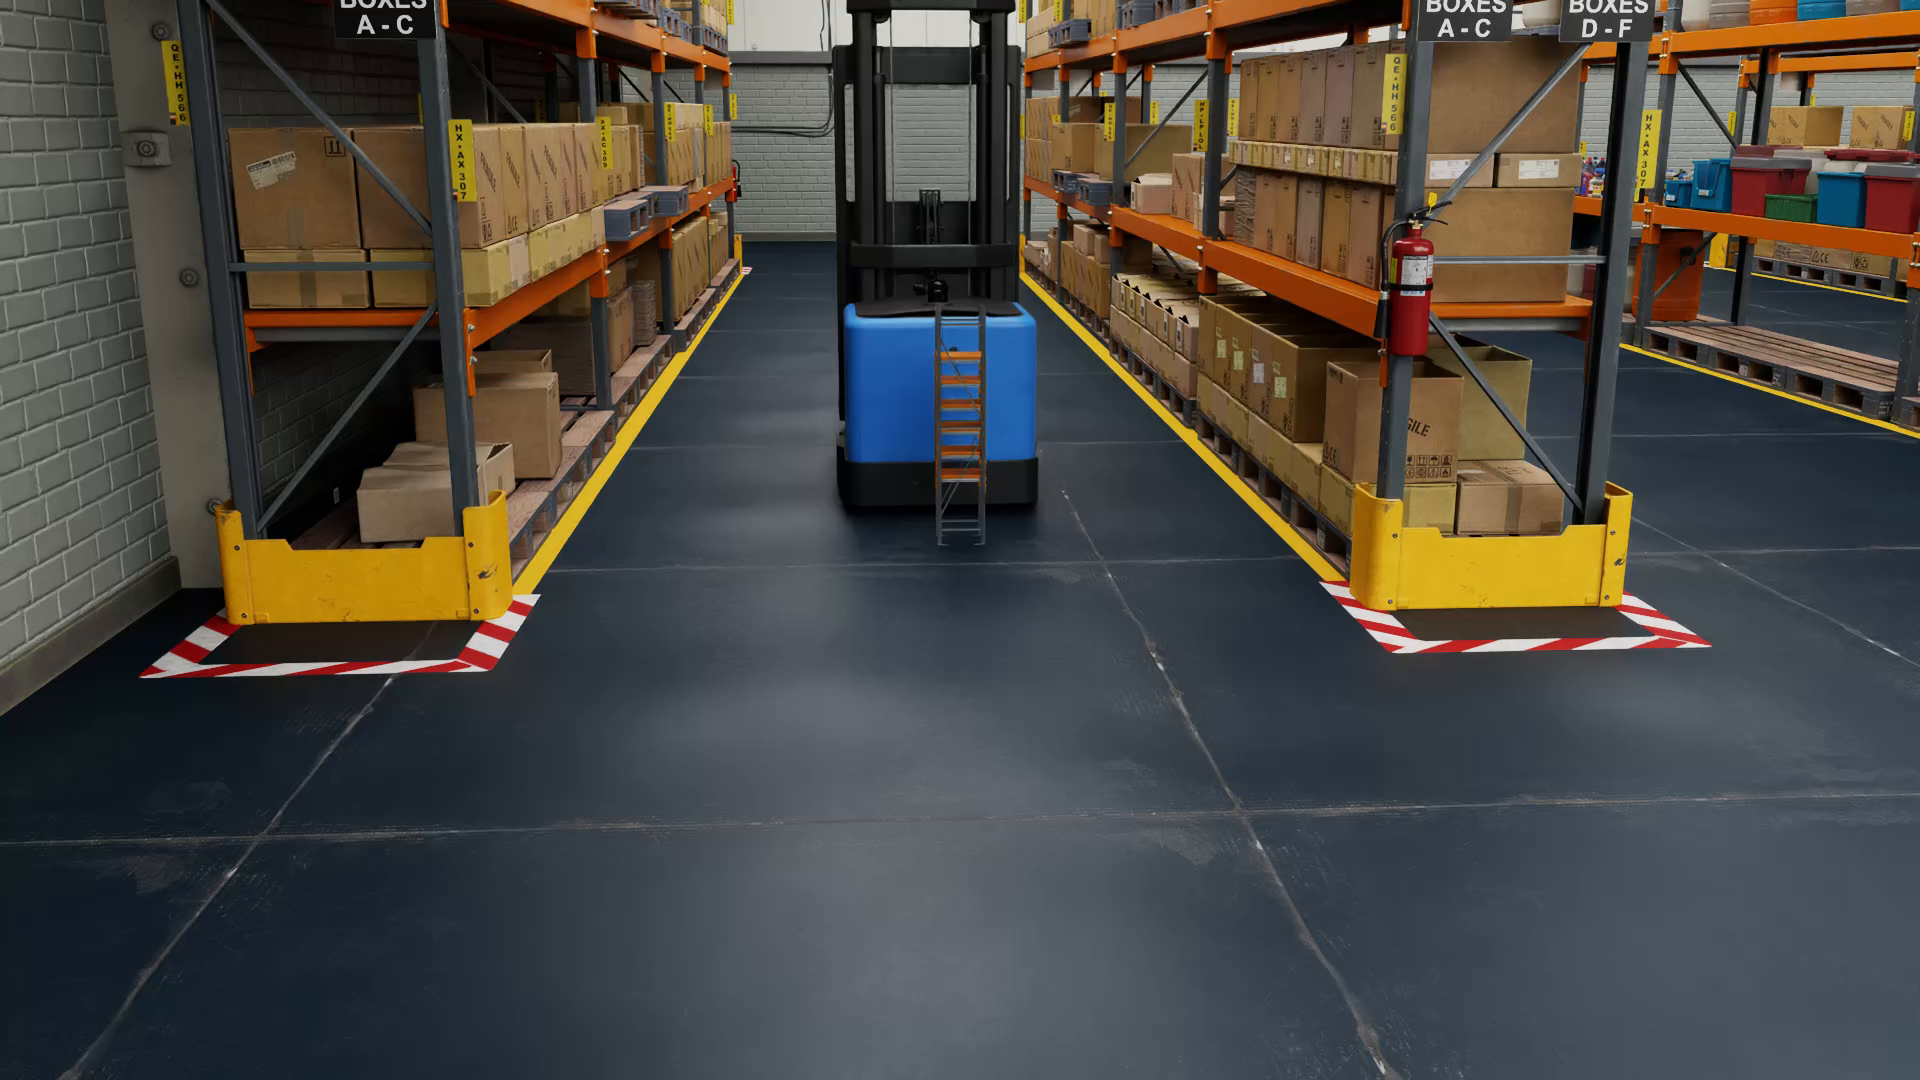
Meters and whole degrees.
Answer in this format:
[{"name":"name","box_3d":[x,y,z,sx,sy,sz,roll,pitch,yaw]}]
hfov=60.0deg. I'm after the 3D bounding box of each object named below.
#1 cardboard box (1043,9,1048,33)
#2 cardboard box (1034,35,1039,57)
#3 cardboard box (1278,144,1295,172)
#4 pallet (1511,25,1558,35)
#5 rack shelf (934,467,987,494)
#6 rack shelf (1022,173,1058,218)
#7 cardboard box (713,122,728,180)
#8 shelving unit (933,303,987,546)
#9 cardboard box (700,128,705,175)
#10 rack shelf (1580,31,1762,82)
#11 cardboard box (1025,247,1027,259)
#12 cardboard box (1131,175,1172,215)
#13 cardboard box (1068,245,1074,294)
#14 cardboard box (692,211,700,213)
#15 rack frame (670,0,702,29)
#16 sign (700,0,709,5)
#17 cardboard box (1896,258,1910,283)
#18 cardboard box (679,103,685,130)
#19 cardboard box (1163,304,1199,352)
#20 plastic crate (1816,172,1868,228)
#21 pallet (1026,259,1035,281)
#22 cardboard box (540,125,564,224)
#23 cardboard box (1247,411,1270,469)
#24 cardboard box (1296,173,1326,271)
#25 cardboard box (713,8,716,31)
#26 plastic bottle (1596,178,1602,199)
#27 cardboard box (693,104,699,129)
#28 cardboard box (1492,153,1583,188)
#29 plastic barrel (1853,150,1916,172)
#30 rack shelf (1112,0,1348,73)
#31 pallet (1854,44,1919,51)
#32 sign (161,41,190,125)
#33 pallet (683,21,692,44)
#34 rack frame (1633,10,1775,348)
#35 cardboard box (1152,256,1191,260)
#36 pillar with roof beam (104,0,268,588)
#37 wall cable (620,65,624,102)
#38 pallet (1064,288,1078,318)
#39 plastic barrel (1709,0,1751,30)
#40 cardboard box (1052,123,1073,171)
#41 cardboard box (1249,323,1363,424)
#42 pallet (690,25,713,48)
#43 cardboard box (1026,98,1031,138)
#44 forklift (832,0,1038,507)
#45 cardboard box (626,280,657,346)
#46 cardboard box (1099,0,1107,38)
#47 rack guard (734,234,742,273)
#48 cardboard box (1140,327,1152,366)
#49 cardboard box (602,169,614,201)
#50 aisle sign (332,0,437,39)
[{"name":"cardboard box","box_3d":[1.266,-6.172,19.771,0.500,0.250,0.500,-1,14,-3]},{"name":"cardboard box","box_3d":[1.204,-6.178,20.800,0.500,0.250,0.500,-1,14,-3]},{"name":"cardboard box","box_3d":[2.026,-2.167,9.425,0.380,0.149,0.250,-1,14,-5]},{"name":"pallet","box_3d":[6.714,-5.427,17.959,1.213,0.211,1.003,-1,14,-3]},{"name":"rack shelf","box_3d":[0.001,-0.302,8.434,0.258,0.103,0.180,-1,14,-3]},{"name":"rack shelf","box_3d":[1.499,-4.333,20.791,1.077,0.370,4.000,-1,14,-3]},{"name":"cardboard box","box_3d":[-3.471,-4.939,21.101,0.980,0.700,0.700,-1,14,-4]},{"name":"shelving unit","box_3d":[0.001,-0.577,8.363,0.258,1.200,0.189,-1,14,-3]},{"name":"cardboard box","box_3d":[-3.040,-4.198,17.984,0.500,0.500,0.500,-1,14,-4]},{"name":"rack shelf","box_3d":[6.691,-4.866,16.844,1.077,0.370,4.000,-1,14,-3]},{"name":"cardboard box","box_3d":[1.074,-3.848,22.265,0.380,0.166,0.250,-1,14,-3]},{"name":"cardboard box","box_3d":[1.733,-2.921,14.036,0.500,0.311,0.500,-1,14,-4]},{"name":"cardboard box","box_3d":[1.454,-2.930,18.027,0.500,0.500,0.500,-1,14,-3]},{"name":"cardboard box","box_3d":[-3.633,-4.264,21.950,0.380,0.149,0.250,-1,14,-3]},{"name":"rack frame","box_3d":[-3.321,-7.012,17.719,1.000,3.000,0.127,-1,14,-3]},{"name":"sign","box_3d":[-2.780,-5.973,18.031,0.100,0.325,0.005,-1,14,-3]},{"name":"cardboard box","box_3d":[11.571,-3.351,18.953,1.225,0.875,0.875,-1,14,-3]},{"name":"cardboard box","box_3d":[-2.912,-4.052,15.912,0.500,0.250,0.500,-1,14,-3]},{"name":"cardboard box","box_3d":[1.769,-1.563,12.132,0.500,0.311,0.500,0,14,-2]},{"name":"plastic crate","box_3d":[6.684,-2.532,12.378,0.392,0.384,0.575,-1,14,-3]},{"name":"pallet","box_3d":[1.431,-3.611,22.138,1.003,0.211,1.213,-1,14,-3]},{"name":"cardboard box","box_3d":[-2.397,-1.926,8.746,0.500,0.500,0.500,0,14,-2]},{"name":"cardboard box","box_3d":[1.934,-0.573,9.409,0.500,0.250,0.500,-1,14,-3]},{"name":"cardboard box","box_3d":[2.252,-1.749,9.104,0.700,0.500,0.500,0,14,-2]},{"name":"cardboard box","box_3d":[-3.157,-6.169,19.720,0.500,0.250,0.500,-1,14,-5]},{"name":"plastic bottle","box_3d":[6.331,-3.470,16.391,0.097,0.201,0.097,0,14,0]},{"name":"cardboard box","box_3d":[-3.014,-4.432,17.390,0.500,0.250,0.500,-1,14,-2]},{"name":"cardboard box","box_3d":[2.557,-1.663,7.467,0.380,0.149,0.250,-1,14,-4]},{"name":"plastic barrel","box_3d":[7.177,-2.759,12.959,0.433,0.535,0.433,0,14,0]},{"name":"rack shelf","box_3d":[1.995,-3.796,12.684,1.077,0.370,4.000,-1,14,-3]},{"name":"pallet","box_3d":[11.471,-5.949,19.787,1.003,0.211,1.213,-1,14,-3]},{"name":"sign","box_3d":[-3.132,-1.832,6.670,0.100,0.325,0.005,-1,14,-3]},{"name":"pallet","box_3d":[-3.215,-5.239,17.234,0.805,0.209,1.217,-1,15,-6]},{"name":"rack frame","box_3d":[6.815,-3.265,15.195,1.000,3.000,0.127,-1,14,-3]},{"name":"cardboard box","box_3d":[2.064,-2.564,16.606,0.500,0.500,0.500,-1,14,-4]},{"name":"pillar with roof beam","box_3d":[0.813,-4.255,7.003,9.100,9.000,0.400,-1,14,-3]},{"name":"wall cable","box_3d":[-4.592,-5.897,23.388,0.084,1.984,1.851,-1,14,-3]},{"name":"pallet","box_3d":[1.712,-2.632,18.331,1.003,0.211,1.213,-1,14,-3]},{"name":"plastic barrel","box_3d":[6.650,-4.752,13.952,0.600,0.901,0.600,0,14,0]},{"name":"cardboard box","box_3d":[1.429,-4.314,18.232,0.700,0.500,0.500,-6,16,-22]},{"name":"cardboard box","box_3d":[1.930,-0.936,9.315,0.500,0.500,0.500,-1,14,-3]},{"name":"pallet","box_3d":[-3.361,-5.720,18.896,1.003,0.211,1.213,-1,14,-3]},{"name":"cardboard box","box_3d":[1.140,-5.597,22.052,0.500,0.500,0.500,0,14,-2]},{"name":"forklift","box_3d":[-0.211,-1.914,10.082,1.130,2.935,3.031,-1,14,-4]},{"name":"cardboard box","box_3d":[-2.976,-1.936,14.164,0.700,0.500,0.500,-1,14,-3]},{"name":"cardboard box","box_3d":[1.779,-4.925,15.428,0.910,0.500,0.500,-1,14,-3]},{"name":"rack guard","box_3d":[-3.570,-3.897,22.668,1.175,0.500,0.348,-1,14,-3]},{"name":"cardboard box","box_3d":[1.712,-1.544,13.184,0.500,0.250,0.500,-1,14,-2]},{"name":"cardboard box","box_3d":[-2.850,-2.645,11.701,0.700,0.500,0.500,1,14,2]},{"name":"aisle sign","box_3d":[-2.273,-2.368,6.492,0.394,0.787,0.004,-1,14,-3]}]
